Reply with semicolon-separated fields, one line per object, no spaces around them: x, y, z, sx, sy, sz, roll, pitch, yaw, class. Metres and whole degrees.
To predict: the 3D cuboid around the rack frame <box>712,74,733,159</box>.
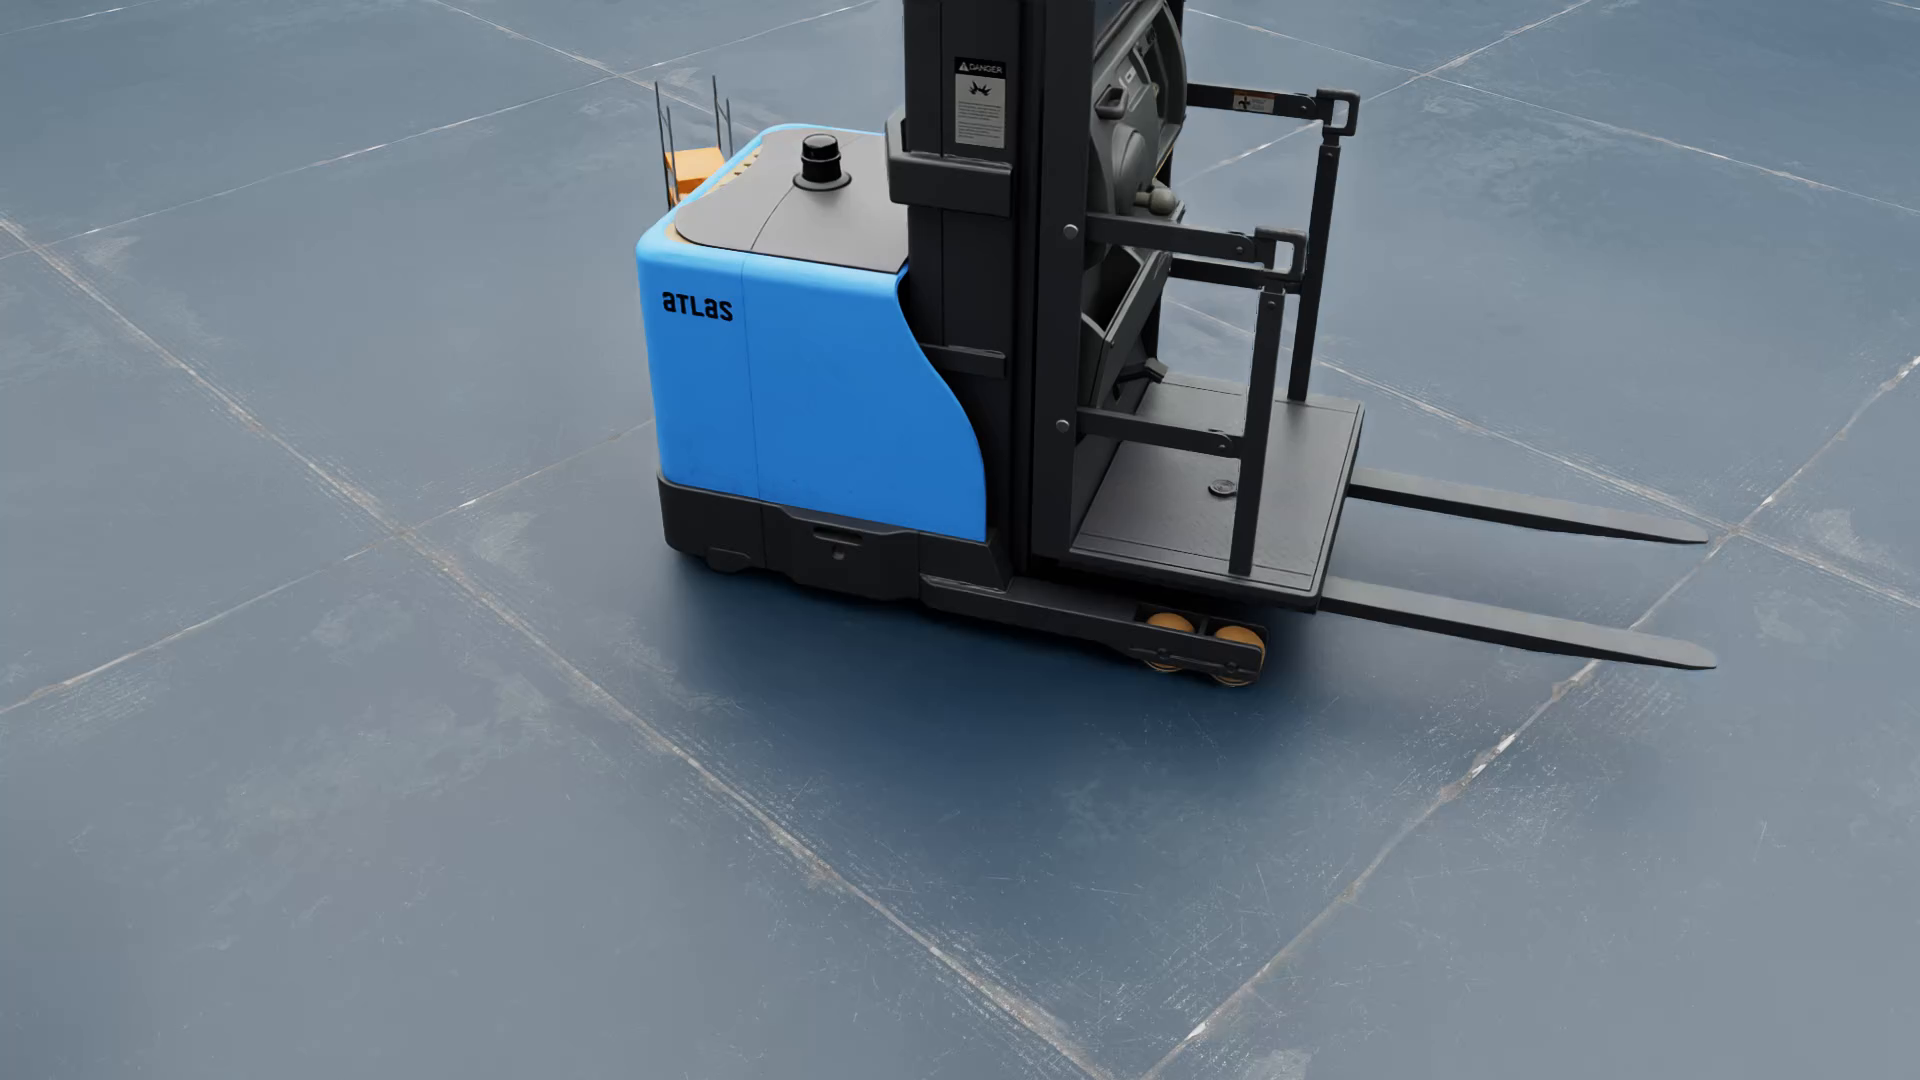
-0.746;-0.919;5.518;0.006;1.200;0.240;-10;36;-15;rack frame

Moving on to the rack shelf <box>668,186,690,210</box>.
-0.833;-1.063;5.384;0.180;0.103;0.258;-10;36;-15;rack shelf

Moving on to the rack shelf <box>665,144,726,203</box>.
-0.833;-1.162;5.315;0.180;0.103;0.258;-10;36;-15;rack shelf

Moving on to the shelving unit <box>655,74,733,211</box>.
-0.833;-0.903;5.495;0.189;1.200;0.258;-10;36;-15;shelving unit

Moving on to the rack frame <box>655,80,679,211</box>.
-0.920;-0.887;5.472;0.006;1.200;0.240;-10;36;-15;rack frame

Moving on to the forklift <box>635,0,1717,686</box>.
0.660;-1.136;4.317;3.031;2.935;1.130;11;36;15;forklift
